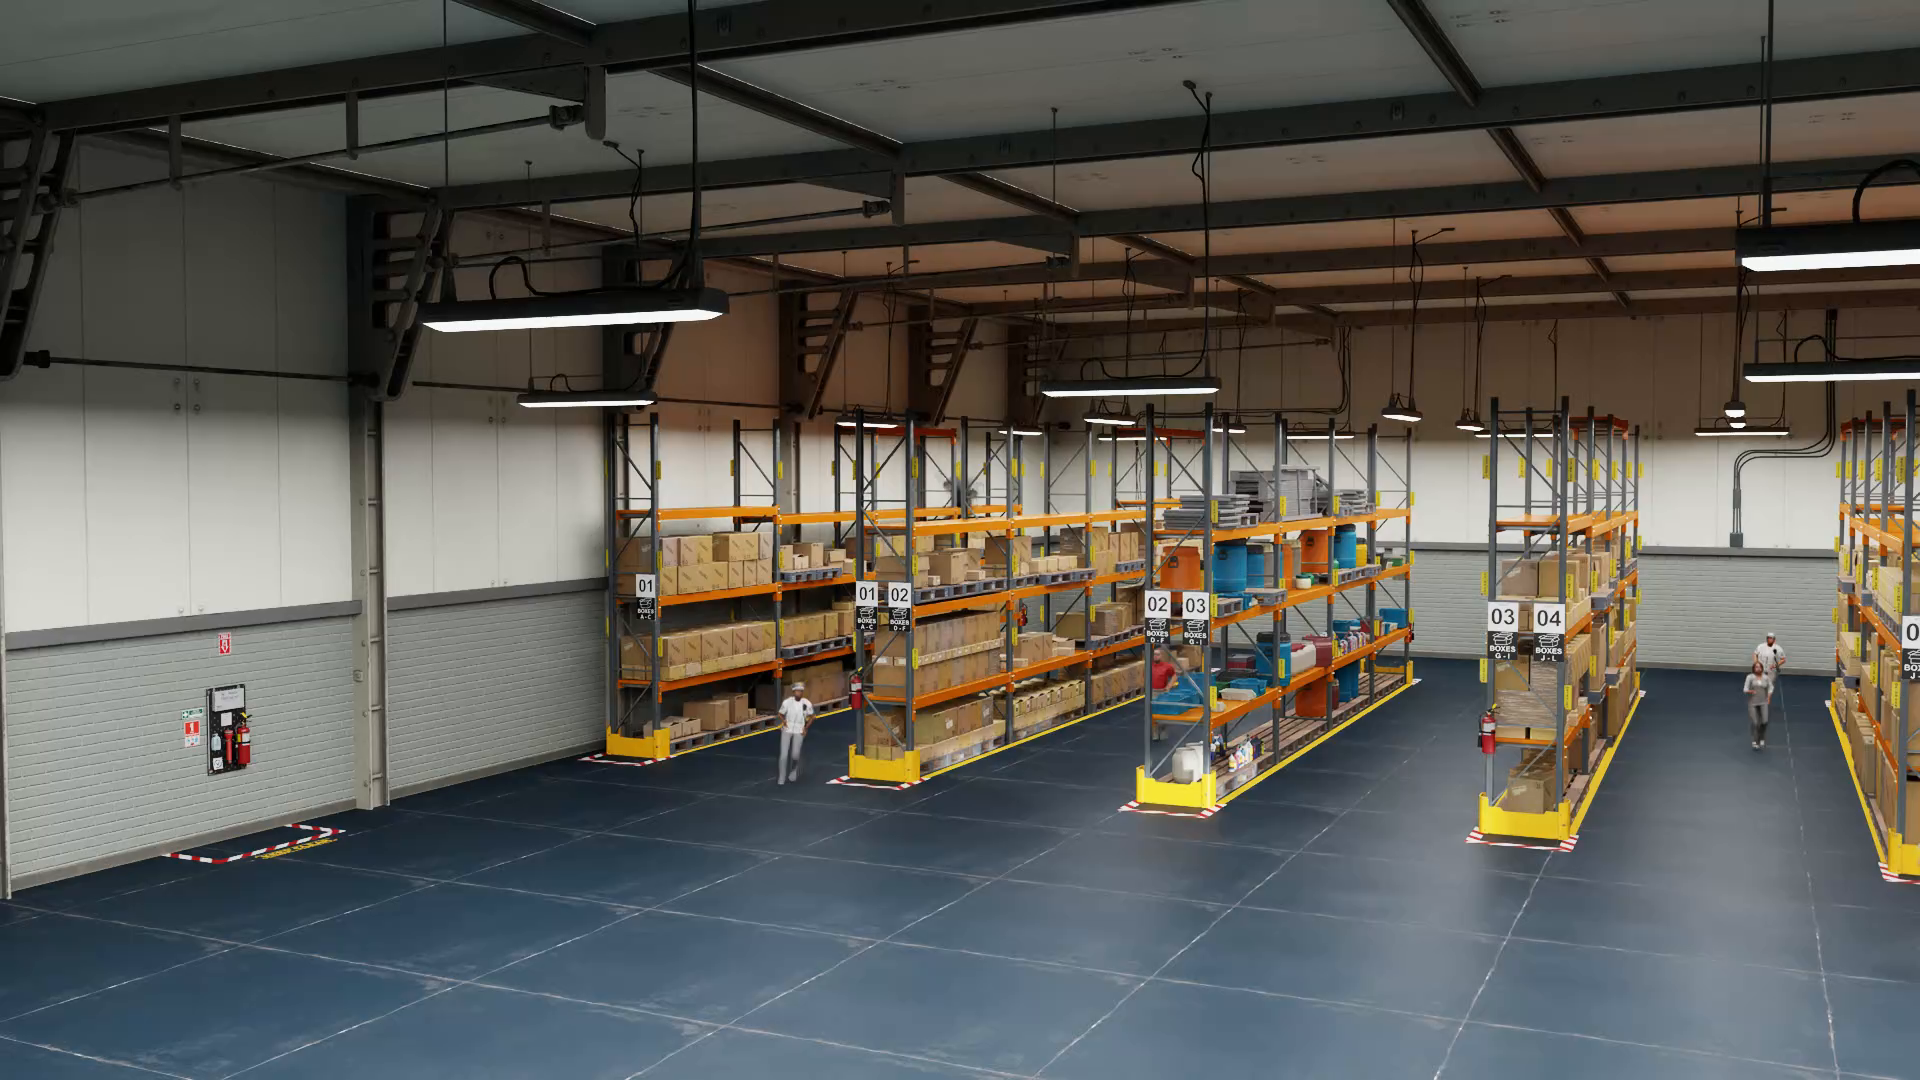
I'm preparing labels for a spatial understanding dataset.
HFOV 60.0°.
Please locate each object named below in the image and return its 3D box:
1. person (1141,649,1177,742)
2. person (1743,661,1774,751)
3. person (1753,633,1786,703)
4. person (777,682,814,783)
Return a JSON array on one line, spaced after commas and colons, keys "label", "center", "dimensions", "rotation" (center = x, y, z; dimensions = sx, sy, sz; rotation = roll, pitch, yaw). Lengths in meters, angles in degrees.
[{"label": "person", "center": [3.627, 2.867, 30.604], "dimensions": [0.640, 1.705, 0.645], "rotation": [1, 2, 16]}, {"label": "person", "center": [14.242, 2.959, 29.643], "dimensions": [0.516, 1.588, 0.608], "rotation": [1, 3, 19]}, {"label": "person", "center": [16.832, 2.744, 34.627], "dimensions": [0.638, 1.618, 0.508], "rotation": [2, 3, 36]}, {"label": "person", "center": [-2.627, 3.067, 26.502], "dimensions": [0.583, 1.608, 0.515], "rotation": [0, 2, -2]}]
